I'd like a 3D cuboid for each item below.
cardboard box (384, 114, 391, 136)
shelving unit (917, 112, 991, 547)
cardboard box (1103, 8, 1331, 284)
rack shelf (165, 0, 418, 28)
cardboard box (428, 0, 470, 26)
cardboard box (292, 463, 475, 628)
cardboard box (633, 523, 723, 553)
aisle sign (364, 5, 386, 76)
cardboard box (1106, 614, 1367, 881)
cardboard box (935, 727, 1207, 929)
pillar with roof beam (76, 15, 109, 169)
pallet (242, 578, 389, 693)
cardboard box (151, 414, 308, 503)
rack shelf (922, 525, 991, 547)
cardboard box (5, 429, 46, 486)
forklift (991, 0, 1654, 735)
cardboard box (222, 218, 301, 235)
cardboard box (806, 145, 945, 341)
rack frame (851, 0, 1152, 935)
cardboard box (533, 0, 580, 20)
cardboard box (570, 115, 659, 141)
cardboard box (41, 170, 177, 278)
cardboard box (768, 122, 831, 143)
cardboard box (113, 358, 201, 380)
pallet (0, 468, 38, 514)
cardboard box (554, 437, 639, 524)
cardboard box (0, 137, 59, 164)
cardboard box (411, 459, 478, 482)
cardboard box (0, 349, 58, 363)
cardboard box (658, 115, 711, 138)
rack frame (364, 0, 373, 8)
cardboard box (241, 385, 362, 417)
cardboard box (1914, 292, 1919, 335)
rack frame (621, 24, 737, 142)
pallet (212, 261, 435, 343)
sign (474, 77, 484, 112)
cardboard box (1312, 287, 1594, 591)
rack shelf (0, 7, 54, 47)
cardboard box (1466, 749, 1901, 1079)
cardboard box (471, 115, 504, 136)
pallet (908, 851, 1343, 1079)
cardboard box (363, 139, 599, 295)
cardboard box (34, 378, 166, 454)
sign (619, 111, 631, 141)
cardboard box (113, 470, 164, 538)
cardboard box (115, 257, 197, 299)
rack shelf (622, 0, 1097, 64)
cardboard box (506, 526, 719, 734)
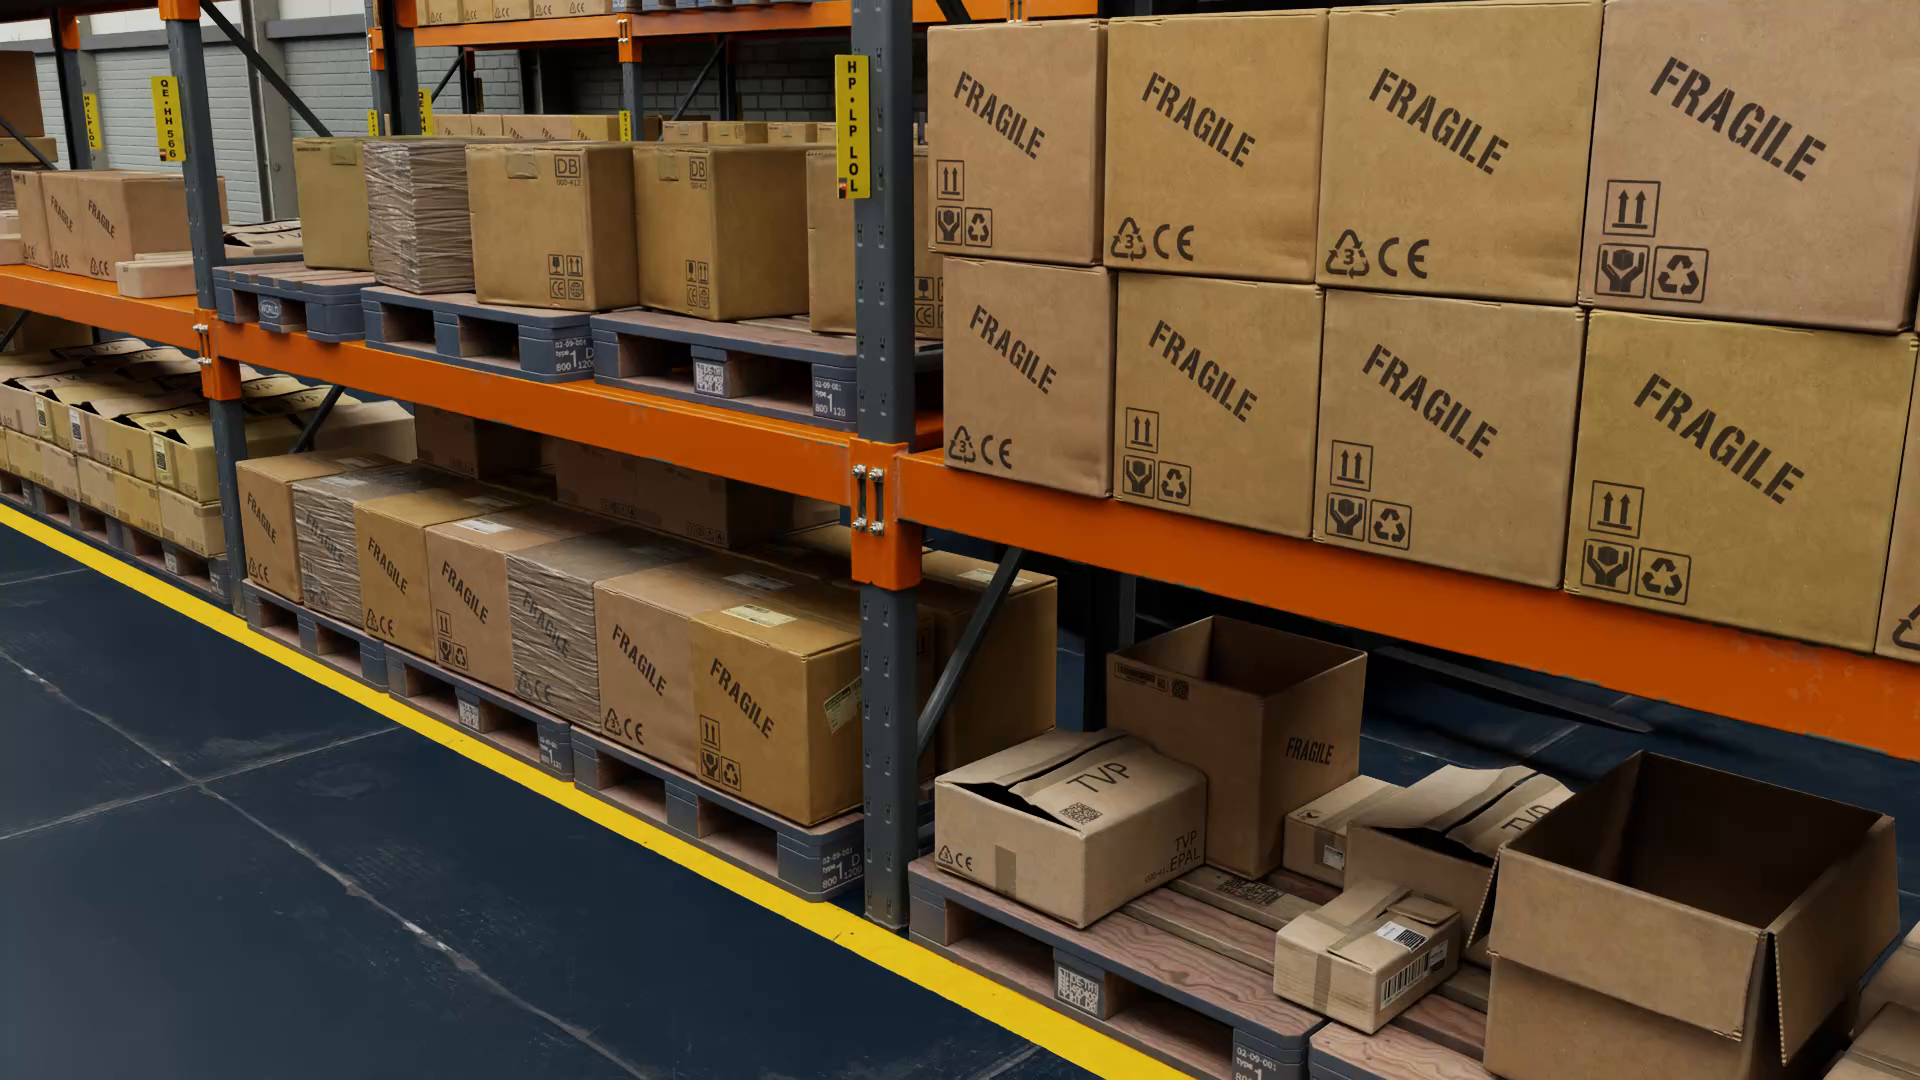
[{"bbox_3d":[-4.936,-3.668,15.330,0.500,0.500,0.500,14,20,42],"label":"cardboard box"},{"bbox_3d":[0.119,-0.987,8.056,0.503,2.100,0.431,14,20,42],"label":"shelving unit"},{"bbox_3d":[0.648,-0.814,3.427,0.500,0.500,0.500,13,19,40],"label":"cardboard box"},{"bbox_3d":[-1.308,-1.959,5.480,4.000,0.370,1.077,14,20,42],"label":"rack shelf"},{"bbox_3d":[-4.265,-4.721,14.414,0.500,0.500,0.500,-13,20,-42],"label":"cardboard box"},{"bbox_3d":[-2.237,0.013,6.518,0.500,0.500,0.500,13,19,40],"label":"cardboard box"},{"bbox_3d":[-0.793,0.182,5.870,0.500,0.500,0.500,14,20,43],"label":"cardboard box"},{"bbox_3d":[-5.331,-4.722,15.449,0.004,0.787,0.394,14,20,42],"label":"aisle sign"},{"bbox_3d":[0.739,0.539,4.499,0.500,0.500,0.500,14,20,42],"label":"cardboard box"},{"bbox_3d":[0.284,0.695,4.275,0.500,0.311,0.500,14,20,42],"label":"cardboard box"},{"bbox_3d":[-15.593,-7.762,20.375,0.400,9.000,9.100,14,20,42],"label":"pillar with roof beam"},{"bbox_3d":[-2.236,0.281,6.935,1.213,0.211,1.003,14,20,42],"label":"pallet"},{"bbox_3d":[-3.295,-0.397,7.514,0.500,0.311,0.500,-14,20,-43],"label":"cardboard box"},{"bbox_3d":[0.119,-0.297,8.236,0.480,0.518,0.431,14,20,42],"label":"rack shelf"},{"bbox_3d":[-4.767,-0.483,8.958,0.500,0.250,0.500,13,19,41],"label":"cardboard box"},{"bbox_3d":[1.457,-0.946,6.249,1.130,2.935,3.031,-12,19,-38],"label":"forklift"},{"bbox_3d":[-3.257,-1.354,7.858,0.500,0.311,0.500,13,20,42],"label":"cardboard box"},{"bbox_3d":[-0.054,-0.881,4.833,0.500,0.500,0.700,7,16,24],"label":"cardboard box"},{"bbox_3d":[0.132,-0.506,4.424,0.127,3.000,1.000,14,20,42],"label":"rack frame"},{"bbox_3d":[-3.082,-4.450,13.373,0.500,0.500,0.500,12,19,38],"label":"cardboard box"},{"bbox_3d":[-2.746,-3.132,13.275,0.500,0.500,0.500,14,20,42],"label":"cardboard box"},{"bbox_3d":[-4.346,-1.637,8.568,0.500,0.500,0.500,14,20,42],"label":"cardboard box"},{"bbox_3d":[-0.956,-2.763,12.016,0.700,0.500,0.500,-11,18,-37],"label":"cardboard box"},{"bbox_3d":[-4.400,-0.853,9.266,0.500,0.311,0.500,14,20,42],"label":"cardboard box"},{"bbox_3d":[-5.069,-0.435,9.682,1.213,0.211,1.003,14,20,42],"label":"pallet"},{"bbox_3d":[-1.128,-0.264,6.092,0.500,0.250,0.500,13,20,41],"label":"cardboard box"},{"bbox_3d":[-5.686,-2.350,10.019,0.250,0.149,0.380,14,20,42],"label":"cardboard box"},{"bbox_3d":[-1.911,-0.088,6.906,0.500,0.500,0.500,-14,20,-42],"label":"cardboard box"},{"bbox_3d":[-5.502,-0.932,9.570,0.500,0.311,0.500,14,20,42],"label":"cardboard box"},{"bbox_3d":[-2.385,-3.226,13.634,0.500,0.500,0.500,13,19,41],"label":"cardboard box"},{"bbox_3d":[-5.071,-6.409,15.181,0.127,3.000,1.000,14,20,42],"label":"rack frame"},{"bbox_3d":[-3.305,-0.585,8.237,0.500,0.311,0.500,13,19,41],"label":"cardboard box"},{"bbox_3d":[1.760,-0.544,2.390,0.500,0.500,0.500,-14,20,-43],"label":"cardboard box"},{"bbox_3d":[-2.191,-2.806,13.251,0.127,3.000,1.000,14,20,42],"label":"rack frame"},{"bbox_3d":[-2.211,-1.007,6.729,1.003,0.211,1.213,14,20,42],"label":"pallet"},{"bbox_3d":[-4.671,-4.316,16.125,0.005,0.325,0.100,14,20,42],"label":"sign"},{"bbox_3d":[1.039,-0.239,3.200,0.500,0.500,0.500,14,20,42],"label":"cardboard box"},{"bbox_3d":[-7.067,-3.359,10.854,4.000,0.370,1.077,14,20,42],"label":"rack shelf"},{"bbox_3d":[1.488,0.817,3.425,0.637,0.503,0.797,14,20,42],"label":"cardboard box"},{"bbox_3d":[-3.839,-3.400,14.301,0.500,0.500,0.500,-14,20,-42],"label":"cardboard box"},{"bbox_3d":[0.626,0.964,4.314,1.213,0.211,1.003,14,20,42],"label":"pallet"},{"bbox_3d":[-1.690,-1.173,5.954,0.700,0.500,0.500,-10,18,-34],"label":"cardboard box"},{"bbox_3d":[-4.395,-0.664,8.538,0.500,0.311,0.500,-14,20,-43],"label":"cardboard box"},{"bbox_3d":[-2.562,-3.125,12.759,0.005,0.325,0.100,14,20,42],"label":"sign"},{"bbox_3d":[-3.669,-0.216,7.932,0.500,0.250,0.500,13,20,42],"label":"cardboard box"},{"bbox_3d":[-3.587,-1.192,7.554,0.250,0.149,0.380,14,20,42],"label":"cardboard box"},{"bbox_3d":[-0.751,-3.559,11.620,4.000,0.370,1.077,14,20,42],"label":"rack shelf"},{"bbox_3d":[-1.133,0.281,5.491,0.500,0.500,0.500,14,20,43],"label":"cardboard box"}]
